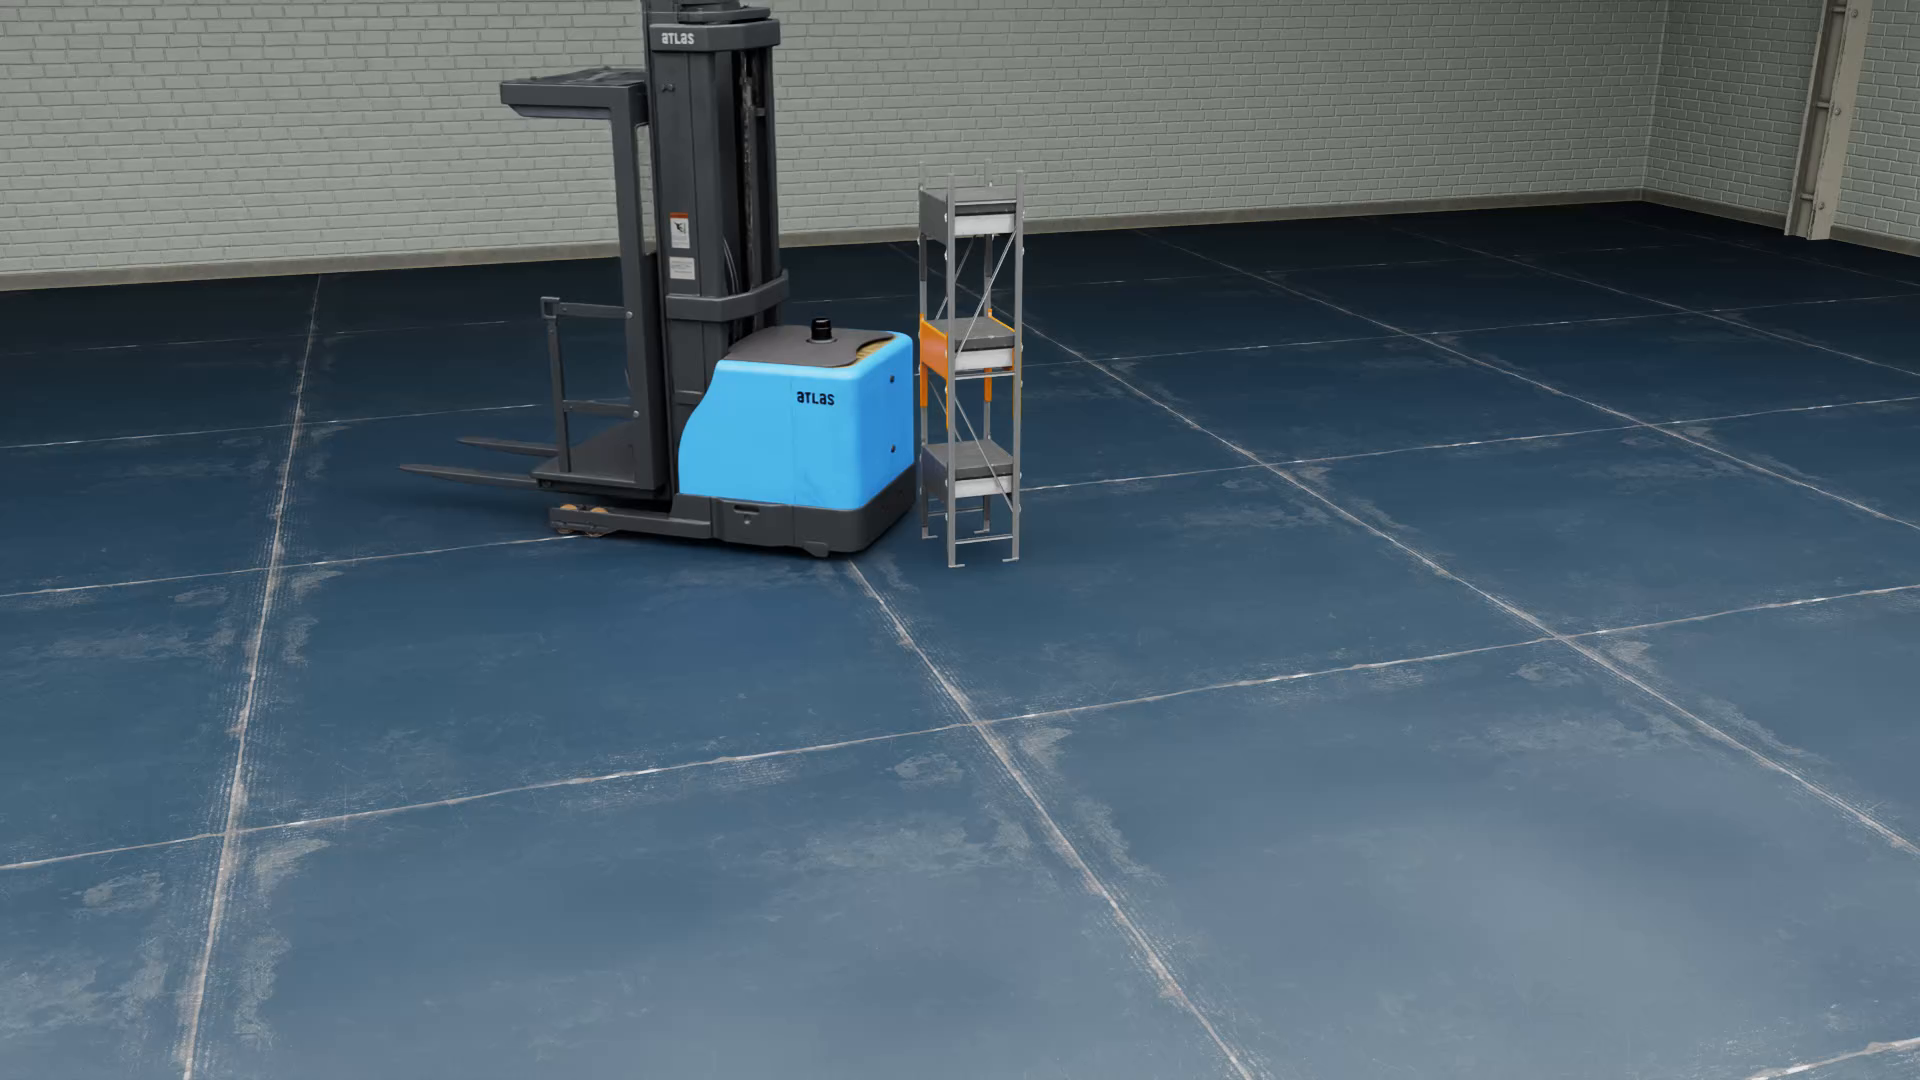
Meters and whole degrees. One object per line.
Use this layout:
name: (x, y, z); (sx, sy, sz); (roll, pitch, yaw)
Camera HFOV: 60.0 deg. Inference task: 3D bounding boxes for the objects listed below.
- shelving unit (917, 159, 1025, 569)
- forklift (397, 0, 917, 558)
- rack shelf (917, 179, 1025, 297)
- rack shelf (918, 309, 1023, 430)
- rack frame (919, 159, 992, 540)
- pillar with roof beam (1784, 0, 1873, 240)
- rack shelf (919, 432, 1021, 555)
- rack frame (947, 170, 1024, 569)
shelving unit: (0.052, -0.935, 8.914); (0.431, 2.100, 0.503); (-6, 21, -17)
forklift: (-1.832, -1.557, 9.414); (3.031, 2.935, 1.130); (6, 21, 16)
rack shelf: (0.052, -1.581, 8.682); (0.431, 0.518, 0.480); (-6, 21, -17)
rack shelf: (0.052, -0.922, 8.918); (0.431, 0.518, 0.480); (-6, 21, -17)
rack frame: (-0.025, -1.013, 9.132); (0.400, 2.100, 0.015); (-6, 21, -17)
pillar with roof beam: (5.666, -7.271, 16.348); (9.100, 9.000, 0.400); (-6, 21, -17)
rack shelf: (0.052, -0.263, 9.155); (0.431, 0.518, 0.480); (-6, 21, -17)
rack frame: (0.129, -0.857, 8.696); (0.400, 2.100, 0.015); (-6, 21, -17)
